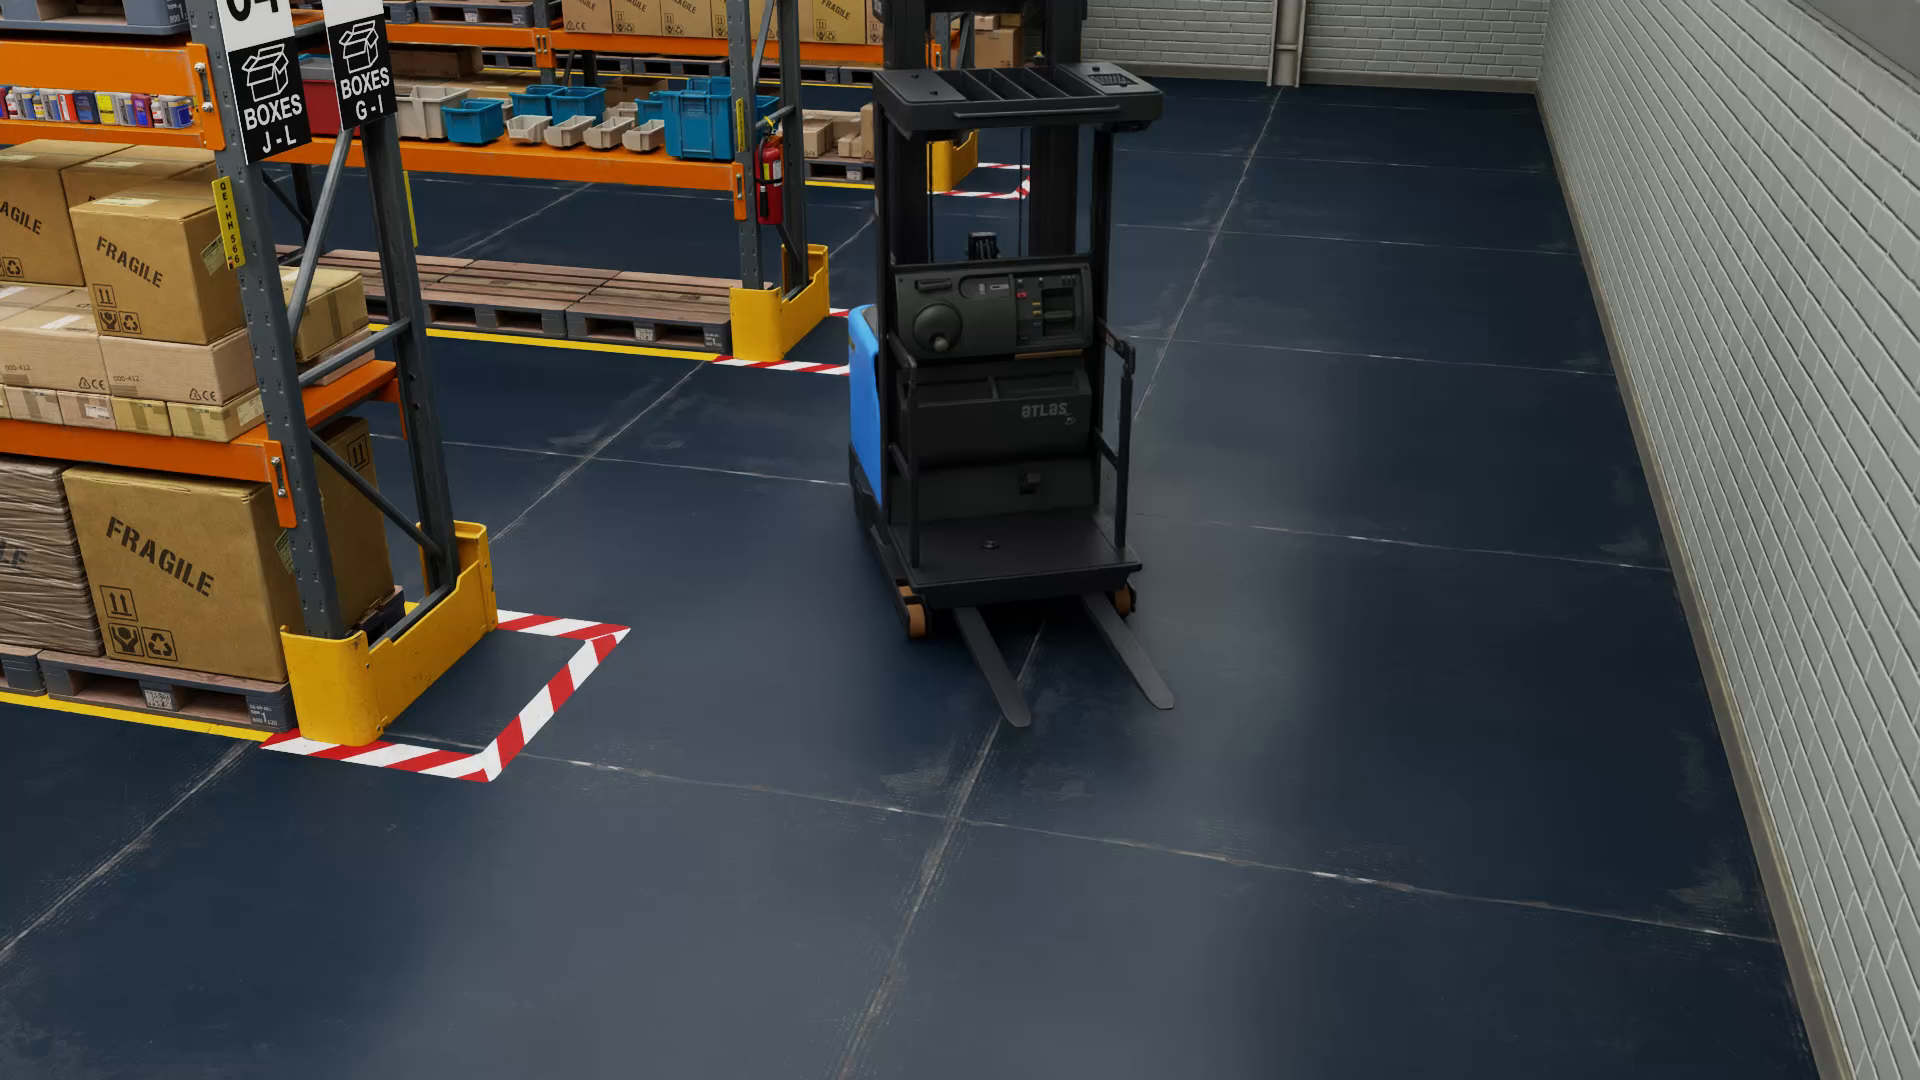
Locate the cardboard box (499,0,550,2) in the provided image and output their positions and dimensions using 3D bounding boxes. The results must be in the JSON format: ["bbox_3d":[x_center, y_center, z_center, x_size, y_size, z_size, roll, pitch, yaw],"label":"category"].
[{"bbox_3d":[-4.321,-5.680,16.587,0.500,0.500,0.700,-2,26,-5],"label":"cardboard box"}]

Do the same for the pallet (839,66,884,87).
[{"bbox_3d":[-0.786,-5.861,20.816,1.213,0.211,1.003,6,26,13],"label":"pallet"}]

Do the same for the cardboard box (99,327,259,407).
[{"bbox_3d":[-3.050,-0.758,6.680,0.500,0.250,0.500,6,26,12],"label":"cardboard box"}]

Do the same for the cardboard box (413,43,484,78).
[{"bbox_3d":[-5.294,-4.970,17.224,0.500,0.250,0.500,6,26,13],"label":"cardboard box"}]

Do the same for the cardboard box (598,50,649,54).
[{"bbox_3d":[-4.211,-6.693,21.330,0.750,0.750,0.750,7,26,15],"label":"cardboard box"}]

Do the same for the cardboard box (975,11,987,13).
[{"bbox_3d":[0.163,-6.447,20.467,0.250,0.149,0.380,6,26,13],"label":"cardboard box"}]

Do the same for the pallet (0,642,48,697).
[{"bbox_3d":[-4.487,0.325,7.822,1.213,0.211,1.003,6,26,13],"label":"pallet"}]

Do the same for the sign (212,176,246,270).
[{"bbox_3d":[-2.664,-1.155,6.064,0.005,0.325,0.100,6,26,13],"label":"sign"}]

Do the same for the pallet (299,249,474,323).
[{"bbox_3d":[-4.433,-1.918,12.534,1.213,0.211,1.003,6,26,13],"label":"pallet"}]

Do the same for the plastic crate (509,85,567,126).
[{"bbox_3d":[-3.004,-3.100,11.896,0.300,0.233,0.416,6,26,13],"label":"plastic crate"}]

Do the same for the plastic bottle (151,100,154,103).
[{"bbox_3d":[-5.851,-3.098,12.000,0.097,0.201,0.097,0,25,0],"label":"plastic bottle"}]

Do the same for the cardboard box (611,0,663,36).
[{"bbox_3d":[-2.996,-5.125,15.909,0.500,0.500,0.500,7,26,14],"label":"cardboard box"}]

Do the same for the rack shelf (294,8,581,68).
[{"bbox_3d":[-5.855,-5.191,17.001,4.000,0.370,1.077,6,26,13],"label":"rack shelf"}]

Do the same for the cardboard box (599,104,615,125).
[{"bbox_3d":[-3.565,-4.151,16.596,0.500,0.311,0.500,6,26,13],"label":"cardboard box"}]

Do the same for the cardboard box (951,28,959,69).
[{"bbox_3d":[-0.001,-6.084,20.459,0.500,0.500,0.700,6,26,13],"label":"cardboard box"}]

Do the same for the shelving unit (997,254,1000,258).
[{"bbox_3d":[0.445,-0.996,9.436,0.503,1.200,0.258,3,24,6],"label":"shelving unit"}]

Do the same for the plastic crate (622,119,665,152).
[{"bbox_3d":[-2.116,-2.732,11.235,0.243,0.136,0.396,6,26,13],"label":"plastic crate"}]

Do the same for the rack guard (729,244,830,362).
[{"bbox_3d":[-1.255,-1.686,11.709,0.348,0.500,1.175,6,26,13],"label":"rack guard"}]

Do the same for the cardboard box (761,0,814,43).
[{"bbox_3d":[-1.531,-4.963,15.568,0.500,0.500,0.500,7,26,13],"label":"cardboard box"}]

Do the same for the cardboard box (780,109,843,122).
[{"bbox_3d":[-1.469,-4.114,16.588,0.500,0.250,0.500,6,26,13],"label":"cardboard box"}]

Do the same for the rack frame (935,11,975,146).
[{"bbox_3d":[-0.044,-4.873,15.497,0.127,3.000,1.000,6,26,13],"label":"rack frame"}]

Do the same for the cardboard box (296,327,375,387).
[{"bbox_3d":[-2.777,-0.812,7.257,0.250,0.149,0.380,7,26,14],"label":"cardboard box"}]

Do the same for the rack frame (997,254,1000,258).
[{"bbox_3d":[0.202,-1.008,9.462,0.015,1.200,0.240,3,24,6],"label":"rack frame"}]

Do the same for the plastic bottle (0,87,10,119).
[{"bbox_3d":[-7.050,-3.233,12.187,0.133,0.283,0.061,6,26,13],"label":"plastic bottle"}]

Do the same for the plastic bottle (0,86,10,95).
[{"bbox_3d":[-7.048,-3.262,12.263,0.097,0.271,0.097,0,25,0],"label":"plastic bottle"}]

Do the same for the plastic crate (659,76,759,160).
[{"bbox_3d":[-1.652,-2.813,11.058,0.499,0.435,0.616,6,26,13],"label":"plastic crate"}]

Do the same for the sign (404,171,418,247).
[{"bbox_3d":[-2.371,-1.407,7.116,0.005,0.325,0.100,6,26,13],"label":"sign"}]

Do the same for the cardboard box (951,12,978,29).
[{"bbox_3d":[0.066,-6.288,20.133,0.250,0.149,0.380,7,26,14],"label":"cardboard box"}]

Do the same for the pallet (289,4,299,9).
[{"bbox_3d":[-7.118,-5.600,17.246,1.003,0.211,1.213,6,26,13],"label":"pallet"}]

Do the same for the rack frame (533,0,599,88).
[{"bbox_3d":[-3.918,-5.302,16.396,0.127,3.000,1.000,6,26,13],"label":"rack frame"}]

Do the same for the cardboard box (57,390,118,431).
[{"bbox_3d":[-3.438,-0.592,6.796,0.250,0.149,0.380,6,26,13],"label":"cardboard box"}]

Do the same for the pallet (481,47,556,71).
[{"bbox_3d":[-5.817,-6.418,21.984,1.213,0.211,1.003,6,26,13],"label":"pallet"}]

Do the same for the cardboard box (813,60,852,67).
[{"bbox_3d":[-1.503,-6.247,20.802,0.500,0.500,0.700,6,26,12],"label":"cardboard box"}]

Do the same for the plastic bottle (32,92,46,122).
[{"bbox_3d":[-6.709,-3.166,12.142,0.097,0.201,0.097,0,25,0],"label":"plastic bottle"}]

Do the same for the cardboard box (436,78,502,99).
[{"bbox_3d":[-4.944,-4.362,16.818,0.500,0.500,0.500,6,26,13],"label":"cardboard box"}]

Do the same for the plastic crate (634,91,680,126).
[{"bbox_3d":[-2.076,-2.997,11.681,0.300,0.233,0.416,6,26,13],"label":"plastic crate"}]

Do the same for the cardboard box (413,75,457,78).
[{"bbox_3d":[-5.327,-4.634,17.390,0.500,0.500,0.500,7,26,14],"label":"cardboard box"}]

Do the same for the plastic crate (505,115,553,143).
[{"bbox_3d":[-2.960,-2.812,11.404,0.250,0.136,0.298,6,26,13],"label":"plastic crate"}]

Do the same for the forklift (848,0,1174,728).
[{"bbox_3d":[0.213,-1.038,7.521,1.130,2.935,3.031,-6,26,-12],"label":"forklift"}]

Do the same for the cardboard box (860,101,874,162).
[{"bbox_3d":[-0.632,-3.899,15.846,0.500,0.500,0.500,6,26,13],"label":"cardboard box"}]

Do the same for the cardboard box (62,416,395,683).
[{"bbox_3d":[-3.155,-0.015,7.275,0.875,0.875,0.875,6,26,13],"label":"cardboard box"}]

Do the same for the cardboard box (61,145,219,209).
[{"bbox_3d":[-3.397,-1.372,7.099,0.500,0.500,0.500,6,26,12],"label":"cardboard box"}]

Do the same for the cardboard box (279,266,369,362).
[{"bbox_3d":[-2.913,-0.980,7.147,0.500,0.250,0.500,6,26,12],"label":"cardboard box"}]

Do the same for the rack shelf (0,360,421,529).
[{"bbox_3d":[-4.452,-0.639,7.439,4.000,0.370,1.077,6,26,13],"label":"rack shelf"}]

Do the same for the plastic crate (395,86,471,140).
[{"bbox_3d":[-3.722,-2.973,11.574,0.530,0.282,0.437,6,26,13],"label":"plastic crate"}]

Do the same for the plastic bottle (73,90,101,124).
[{"bbox_3d":[-6.306,-3.200,12.038,0.185,0.351,0.144,6,26,13],"label":"plastic bottle"}]

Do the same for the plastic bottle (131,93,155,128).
[{"bbox_3d":[-5.853,-3.101,11.909,0.133,0.283,0.061,6,26,13],"label":"plastic bottle"}]
